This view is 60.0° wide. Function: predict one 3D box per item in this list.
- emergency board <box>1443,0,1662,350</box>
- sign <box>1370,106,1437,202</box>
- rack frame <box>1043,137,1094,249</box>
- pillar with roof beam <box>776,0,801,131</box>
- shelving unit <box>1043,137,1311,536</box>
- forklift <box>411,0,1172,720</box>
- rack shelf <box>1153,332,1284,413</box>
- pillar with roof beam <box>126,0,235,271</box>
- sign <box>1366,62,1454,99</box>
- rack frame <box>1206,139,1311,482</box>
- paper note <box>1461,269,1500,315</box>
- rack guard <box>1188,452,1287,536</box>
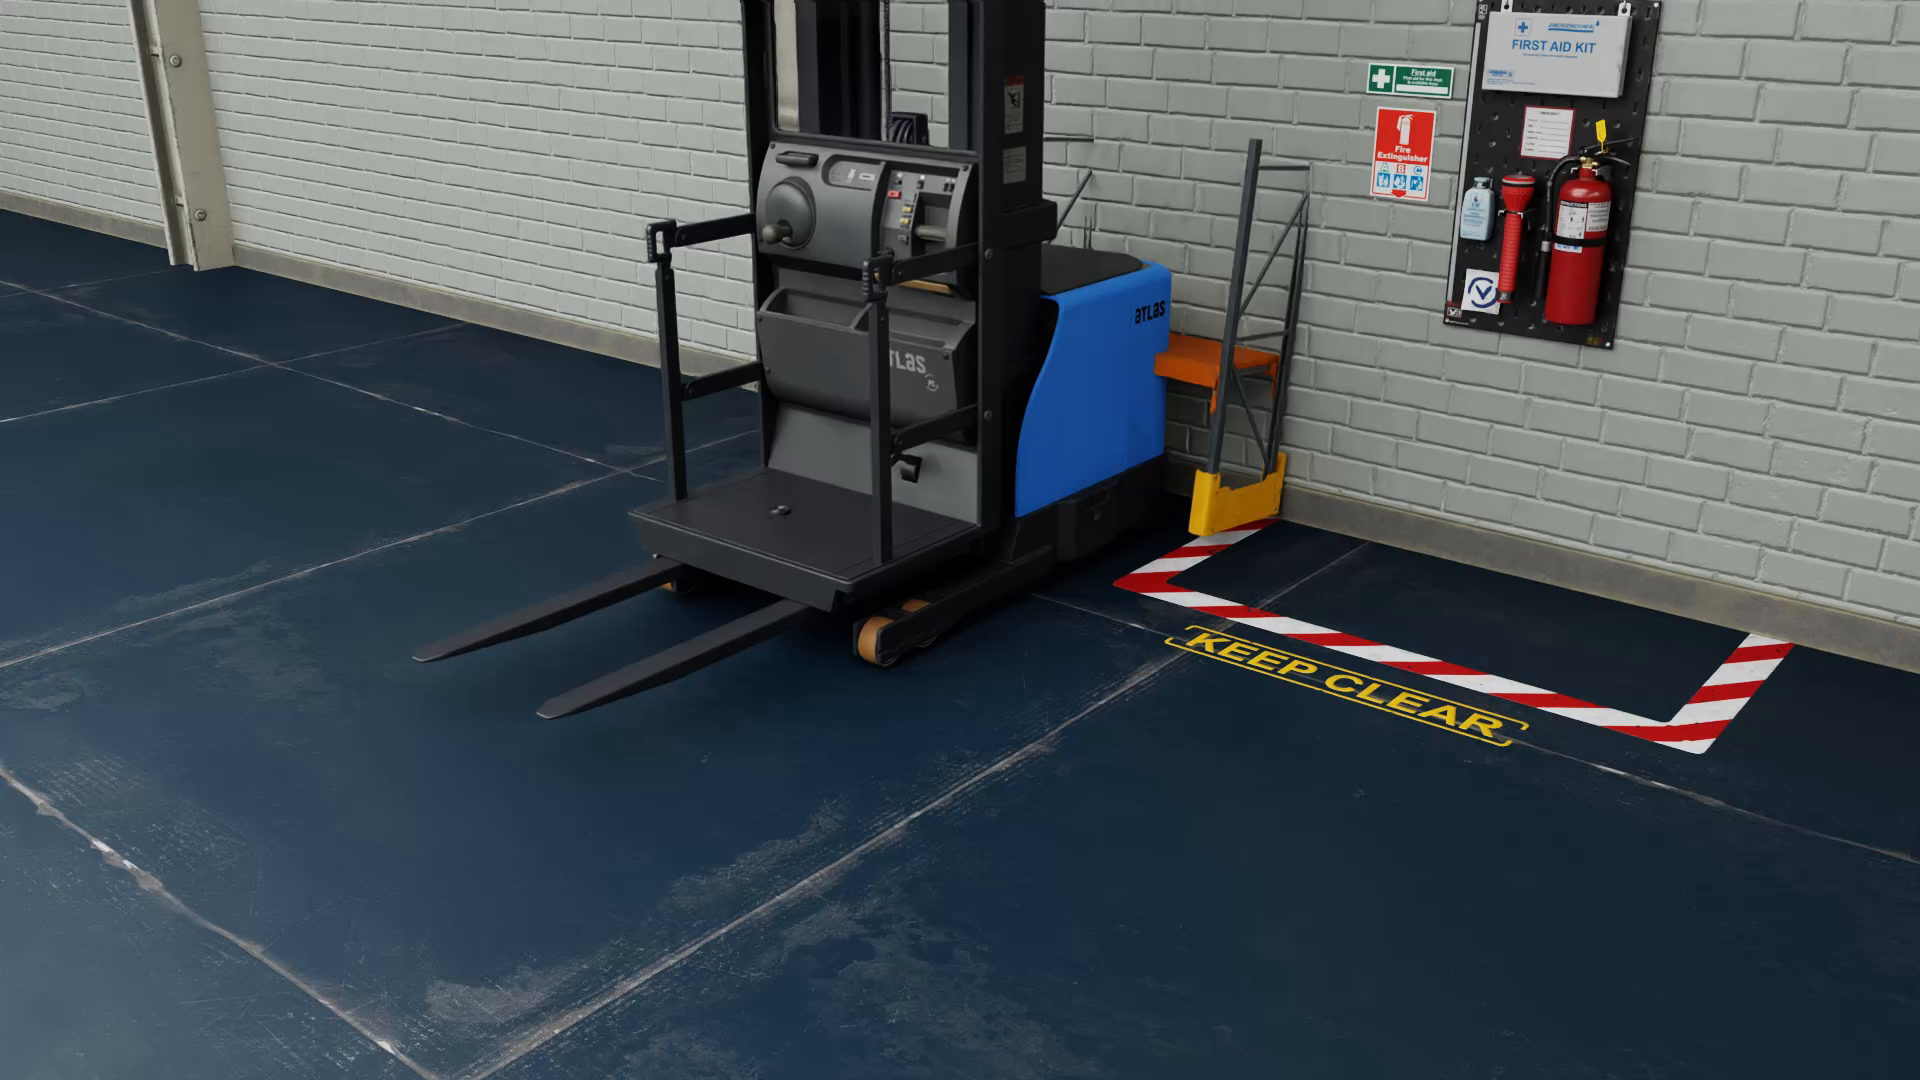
[{"bbox_3d":[2.001,-1.261,5.760,0.643,1.169,0.194,16,26,36],"label":"emergency board"},{"bbox_3d":[1.638,-1.429,6.155,0.234,0.329,0.001,16,26,36],"label":"sign"},{"bbox_3d":[0.393,-1.040,7.064,0.032,1.500,0.500,18,21,37],"label":"rack frame"},{"bbox_3d":[-3.479,-3.668,3.641,0.400,9.000,9.100,16,26,36],"label":"pillar with roof beam"},{"bbox_3d":[0.785,-0.911,6.753,1.083,1.500,0.587,18,21,37],"label":"shelving unit"},{"bbox_3d":[-0.472,-1.148,5.557,1.130,2.935,3.031,16,26,36],"label":"forklift"},{"bbox_3d":[0.764,-0.741,6.811,1.000,0.185,0.538,18,21,37],"label":"rack shelf"},{"bbox_3d":[-8.127,-5.006,7.191,0.400,9.000,9.100,16,26,36],"label":"pillar with roof beam"},{"bbox_3d":[1.636,-1.673,6.053,0.331,0.109,0.001,16,26,36],"label":"sign"},{"bbox_3d":[1.164,-0.786,6.453,0.032,1.500,0.500,18,21,37],"label":"rack frame"},{"bbox_3d":[1.907,-0.907,6.070,0.142,0.148,0.016,16,26,36],"label":"paper note"},{"bbox_3d":[1.111,-0.191,6.635,0.087,0.250,0.587,18,21,37],"label":"rack guard"}]
